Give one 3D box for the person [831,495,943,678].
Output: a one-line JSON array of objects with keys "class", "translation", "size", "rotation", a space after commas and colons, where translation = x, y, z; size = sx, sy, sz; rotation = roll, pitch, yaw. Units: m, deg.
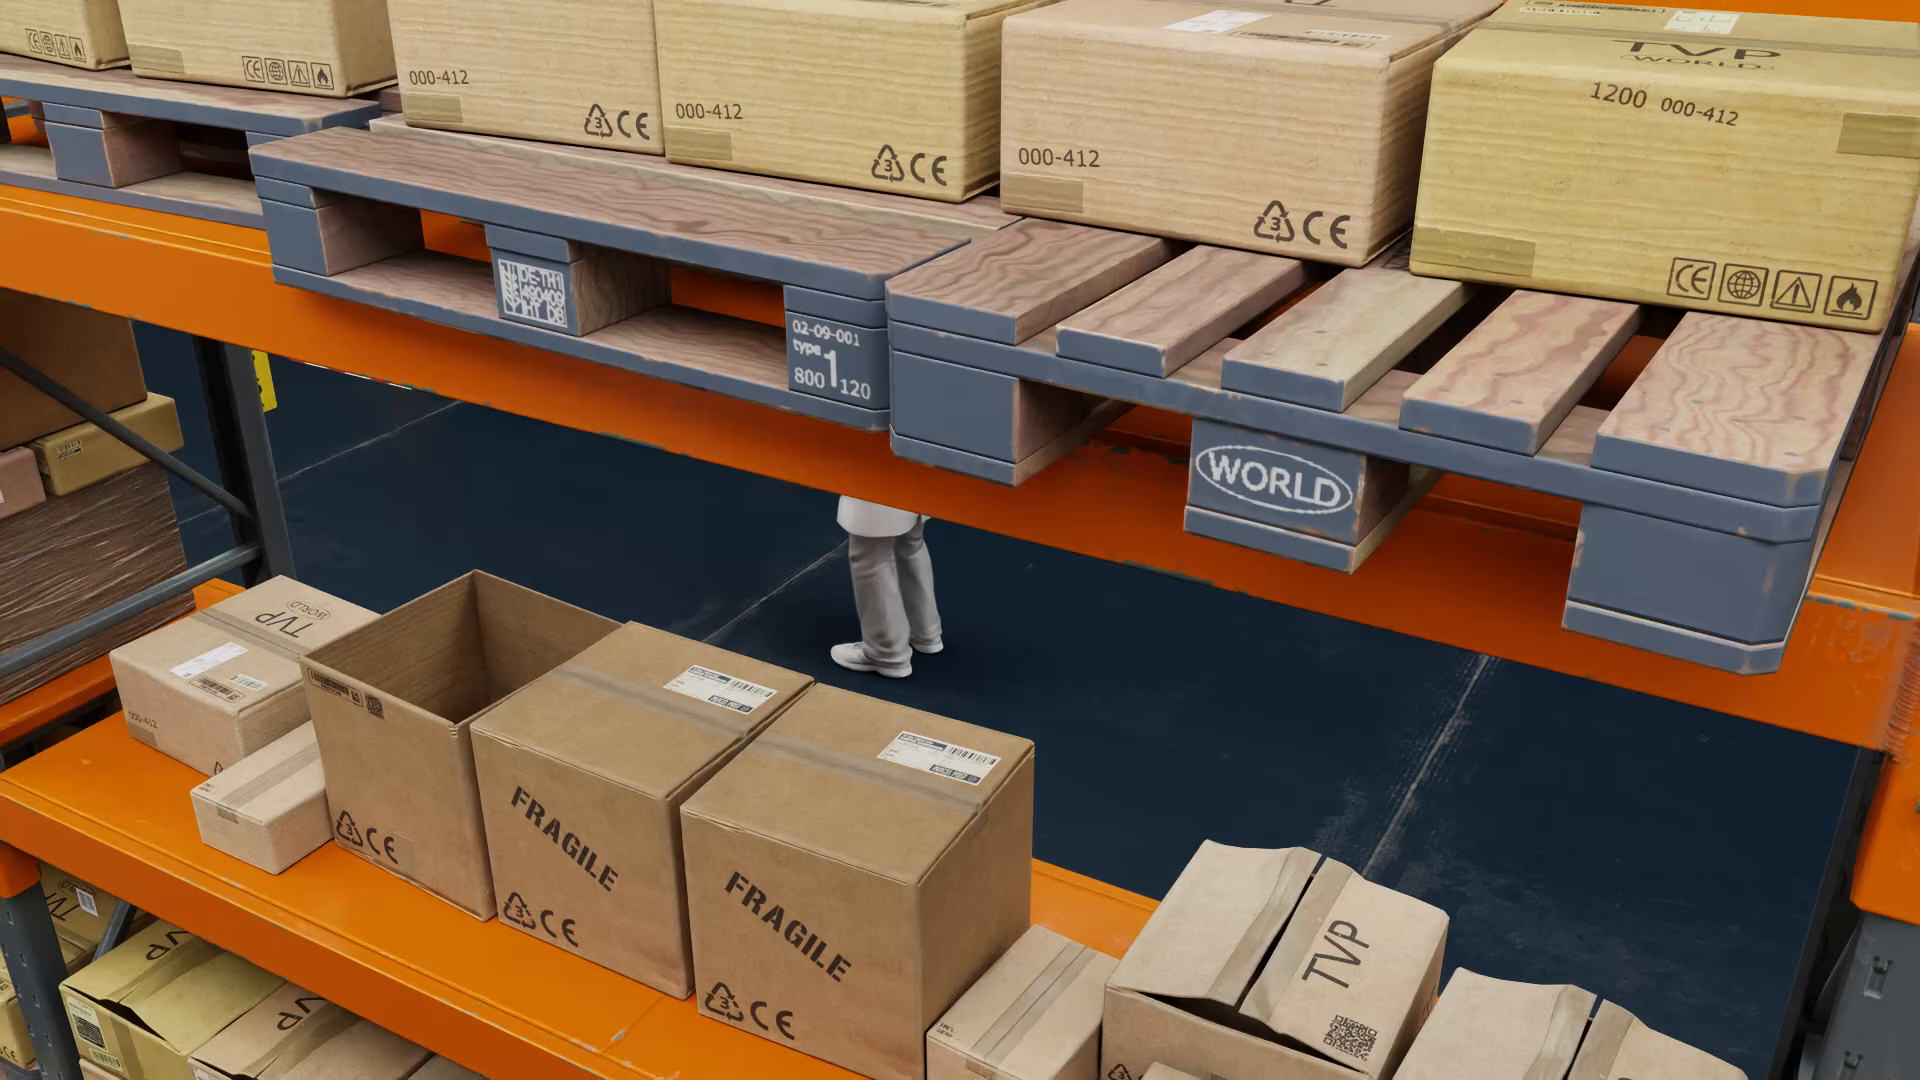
[{"class": "person", "translation": [-0.362, -0.313, 6.775], "size": [0.552, 1.772, 0.529], "rotation": [15, 30, 27]}]
